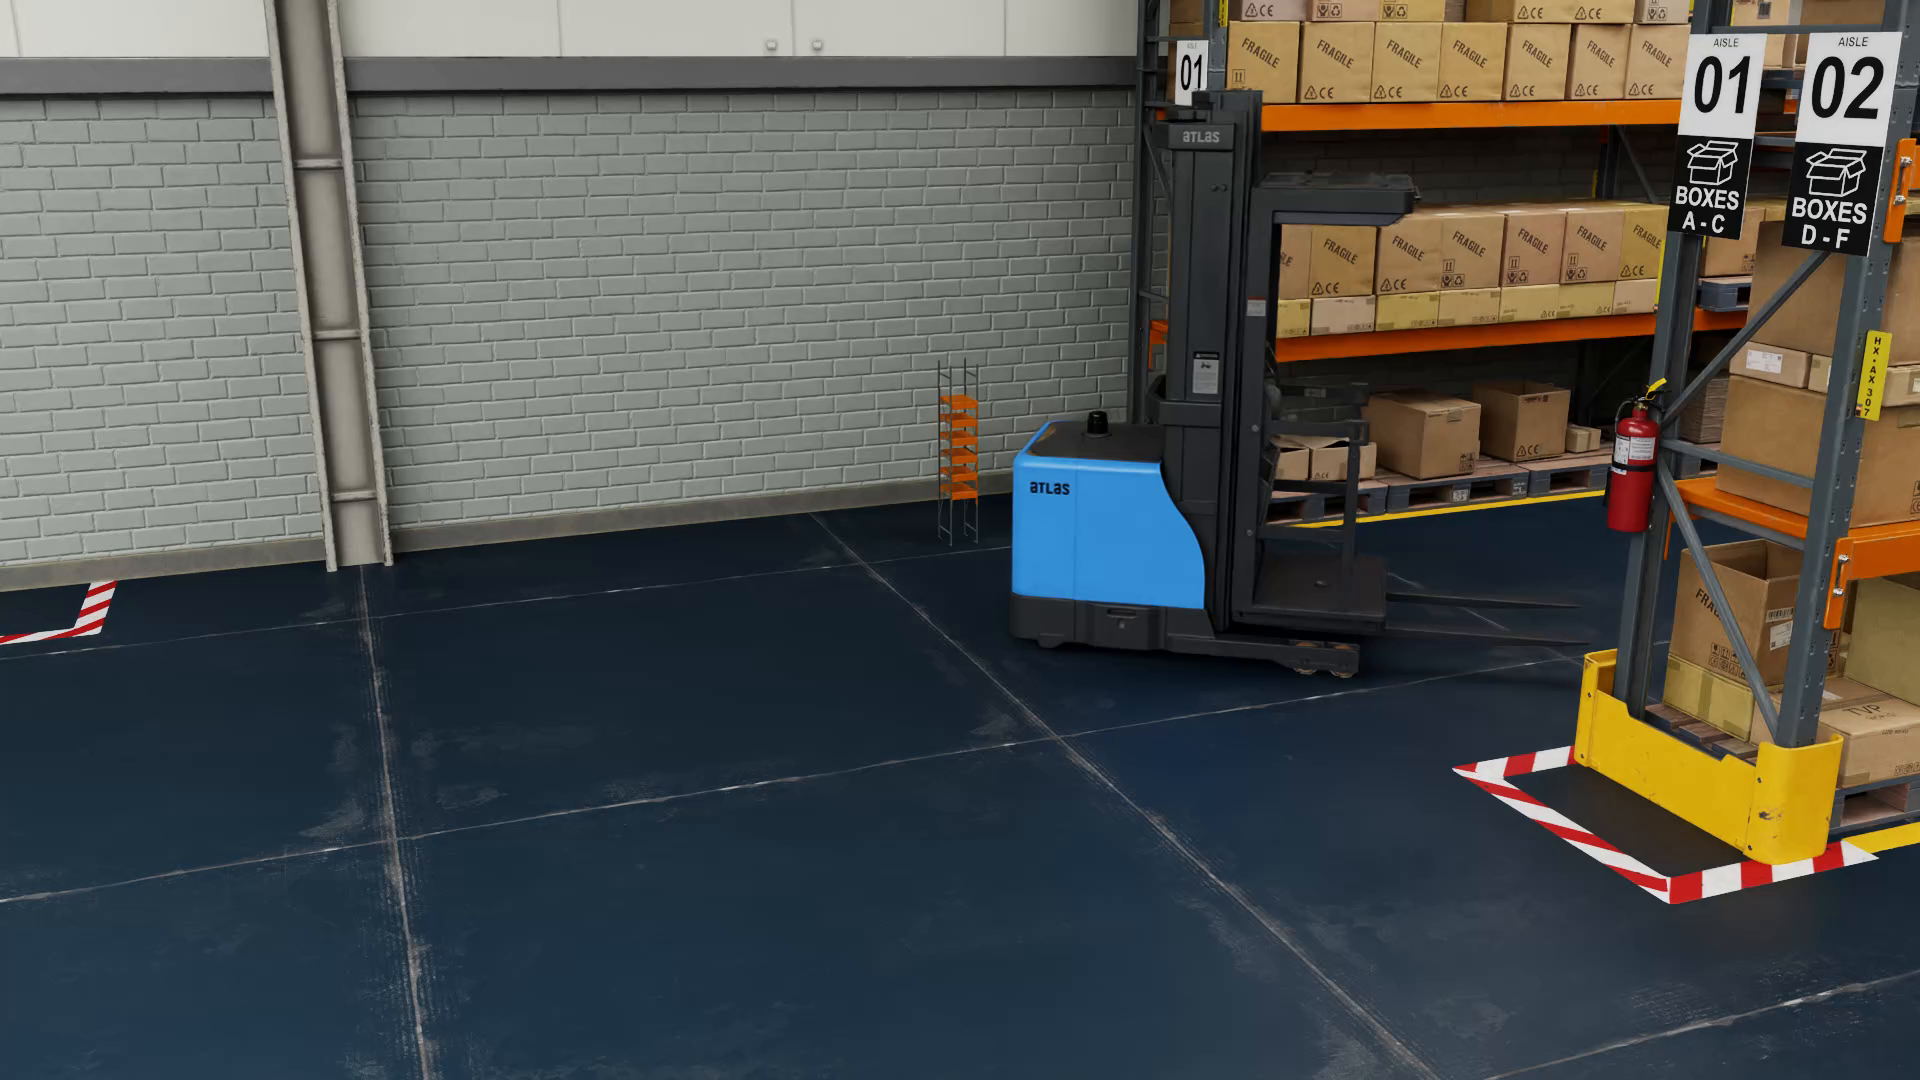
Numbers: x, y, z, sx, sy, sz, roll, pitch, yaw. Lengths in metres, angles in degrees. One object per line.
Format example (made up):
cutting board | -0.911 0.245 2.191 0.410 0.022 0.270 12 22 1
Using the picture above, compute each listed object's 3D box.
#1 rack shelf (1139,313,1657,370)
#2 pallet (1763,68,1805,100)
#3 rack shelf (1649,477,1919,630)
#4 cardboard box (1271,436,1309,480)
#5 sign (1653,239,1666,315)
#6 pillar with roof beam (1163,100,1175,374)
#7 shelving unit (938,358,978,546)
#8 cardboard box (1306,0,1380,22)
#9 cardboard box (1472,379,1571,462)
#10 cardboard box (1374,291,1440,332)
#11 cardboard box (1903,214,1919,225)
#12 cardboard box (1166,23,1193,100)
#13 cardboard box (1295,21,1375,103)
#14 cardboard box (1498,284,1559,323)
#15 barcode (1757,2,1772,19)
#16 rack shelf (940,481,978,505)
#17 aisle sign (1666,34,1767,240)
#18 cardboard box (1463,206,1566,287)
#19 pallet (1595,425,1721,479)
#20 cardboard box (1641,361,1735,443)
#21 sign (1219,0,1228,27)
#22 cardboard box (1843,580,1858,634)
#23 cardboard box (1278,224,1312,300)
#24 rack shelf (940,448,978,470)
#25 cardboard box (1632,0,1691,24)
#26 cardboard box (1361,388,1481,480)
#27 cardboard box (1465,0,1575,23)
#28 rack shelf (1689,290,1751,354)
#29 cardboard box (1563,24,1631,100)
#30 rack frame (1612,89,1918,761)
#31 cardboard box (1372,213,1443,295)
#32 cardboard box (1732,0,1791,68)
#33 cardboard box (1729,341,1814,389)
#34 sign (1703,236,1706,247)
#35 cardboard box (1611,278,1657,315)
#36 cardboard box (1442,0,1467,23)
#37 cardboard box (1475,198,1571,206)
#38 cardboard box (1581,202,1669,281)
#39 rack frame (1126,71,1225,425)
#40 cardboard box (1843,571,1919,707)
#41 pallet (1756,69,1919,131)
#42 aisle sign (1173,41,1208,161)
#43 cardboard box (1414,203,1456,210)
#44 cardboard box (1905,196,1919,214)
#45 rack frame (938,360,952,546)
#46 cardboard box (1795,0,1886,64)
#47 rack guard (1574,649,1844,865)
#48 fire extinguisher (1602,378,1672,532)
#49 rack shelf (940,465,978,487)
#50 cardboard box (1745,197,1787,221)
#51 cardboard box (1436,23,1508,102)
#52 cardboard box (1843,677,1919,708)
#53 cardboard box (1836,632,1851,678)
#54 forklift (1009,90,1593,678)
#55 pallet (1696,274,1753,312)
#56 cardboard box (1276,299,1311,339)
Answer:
rack shelf | 3.293 -1.464 12.037 4.000 0.370 1.077 -6 17 -20
pallet | 5.775 -3.394 12.342 1.003 0.211 1.213 -6 17 -20
rack shelf | 5.069 -0.161 7.600 4.000 0.370 1.077 -6 17 -20
cardboard box | 2.103 -0.575 11.723 0.500 0.311 0.500 -8 18 -26
sign | 3.020 -1.118 7.106 0.005 0.325 0.100 -6 17 -20
pillar with roof beam | 3.310 -3.651 7.562 0.400 9.000 9.100 -6 17 -20
shelving unit | -0.014 -0.574 10.924 0.189 1.200 0.258 -6 17 -20
cardboard box | 2.358 -3.596 10.710 0.500 0.500 0.500 -6 18 -21
cardboard box | 4.205 -0.907 12.520 0.500 0.500 0.500 -8 18 -24
cardboard box | 2.952 -1.617 11.511 0.500 0.250 0.500 -6 18 -21
cardboard box | 4.180 -1.079 6.967 0.500 0.500 0.700 -7 18 -22
cardboard box | 1.724 -3.213 11.179 0.500 0.500 0.500 -5 17 -16
cardboard box | 2.341 -3.117 10.852 0.500 0.500 0.500 -5 17 -16
cardboard box | 3.894 -1.718 11.856 0.500 0.250 0.500 -6 17 -20
barcode | 3.310 -2.180 6.843 0.075 0.075 0.001 -6 17 -20
rack shelf | -0.014 -0.301 11.004 0.180 0.103 0.258 -6 17 -20
aisle sign | 3.035 -1.623 6.686 0.004 0.787 0.394 -6 17 -20
cardboard box | 3.891 -2.079 11.756 0.500 0.500 0.500 -7 18 -22
pallet | 5.887 -0.752 13.284 1.213 0.211 1.003 -6 17 -20
cardboard box | 5.842 -1.101 13.180 0.500 0.500 0.700 -6 17 -18
sign | 1.619 -3.323 10.217 0.005 0.325 0.100 -6 17 -20
cardboard box | 4.524 0.216 7.842 0.500 0.500 0.500 -6 17 -20
cardboard box | 1.978 -1.874 11.056 0.500 0.500 0.500 -6 17 -20
rack shelf | -0.014 -0.532 10.937 0.180 0.103 0.258 -6 17 -20
cardboard box | 4.789 -3.866 11.627 0.500 0.500 0.500 -8 18 -25
cardboard box | 3.339 -0.784 12.099 0.500 0.500 0.700 -7 18 -24
cardboard box | 3.798 -3.752 11.240 0.500 0.500 0.500 -7 18 -22
rack shelf | 7.028 -1.867 13.410 4.000 0.370 1.077 -6 17 -20
cardboard box | 4.300 -3.344 11.625 0.500 0.500 0.500 -8 18 -25
rack frame | 3.201 -0.305 6.812 0.127 3.000 1.000 -6 17 -20
cardboard box | 2.928 -1.972 11.389 0.500 0.500 0.500 -7 18 -22
cardboard box | 5.699 -3.734 12.242 0.500 0.500 0.500 -4 17 -12
cardboard box | 3.490 -0.752 7.008 0.250 0.149 0.380 -6 18 -21
sign | 5.362 -2.284 12.017 0.005 0.325 0.100 -6 17 -20
cardboard box | 4.826 -1.821 12.206 0.500 0.250 0.500 -6 17 -20
cardboard box | 3.180 -3.847 11.563 0.500 0.500 0.500 -6 17 -20
cardboard box | 4.162 -2.265 12.386 0.500 0.500 0.500 -6 17 -20
cardboard box | 4.829 -2.179 12.095 0.500 0.500 0.500 -6 17 -20
rack frame | 1.425 -1.608 11.249 0.127 3.000 1.000 -6 17 -20
cardboard box | 4.248 0.407 7.193 0.500 0.500 0.500 -6 17 -20
pallet | 3.871 -1.766 6.621 1.213 0.211 1.003 -6 17 -20
aisle sign | 1.465 -2.769 10.589 0.004 0.787 0.394 -6 17 -20
cardboard box | 3.214 -2.161 12.032 0.500 0.500 0.500 -6 17 -19
cardboard box | 7.305 -2.492 13.301 0.500 0.500 0.700 -6 17 -20
rack frame | -0.099 -0.565 10.893 0.006 1.200 0.240 -6 17 -20
cardboard box | 3.739 -2.119 6.489 0.637 0.503 0.797 -5 17 -16
rack guard | 3.179 0.897 7.156 0.348 0.500 1.175 -6 17 -20
fire extinguisher | 2.925 -0.378 7.198 0.183 0.674 0.296 -6 17 -20
rack shelf | -0.014 -0.416 10.971 0.180 0.103 0.258 -6 17 -20
cardboard box | 6.172 -2.367 12.876 0.500 0.500 0.700 -4 17 -14
cardboard box | 3.317 -3.230 11.237 0.500 0.500 0.500 -5 17 -17
cardboard box | 4.247 0.766 7.300 0.500 0.250 0.500 -6 17 -20
cardboard box | 4.059 0.628 7.771 0.500 0.250 0.500 -6 17 -20
forklift | 1.842 -0.854 8.805 3.031 2.935 1.130 4 17 13
pallet | 5.926 -1.958 12.781 1.213 0.211 1.003 -6 17 -20
cardboard box | 1.994 -1.511 11.150 0.500 0.250 0.500 -7 18 -22
